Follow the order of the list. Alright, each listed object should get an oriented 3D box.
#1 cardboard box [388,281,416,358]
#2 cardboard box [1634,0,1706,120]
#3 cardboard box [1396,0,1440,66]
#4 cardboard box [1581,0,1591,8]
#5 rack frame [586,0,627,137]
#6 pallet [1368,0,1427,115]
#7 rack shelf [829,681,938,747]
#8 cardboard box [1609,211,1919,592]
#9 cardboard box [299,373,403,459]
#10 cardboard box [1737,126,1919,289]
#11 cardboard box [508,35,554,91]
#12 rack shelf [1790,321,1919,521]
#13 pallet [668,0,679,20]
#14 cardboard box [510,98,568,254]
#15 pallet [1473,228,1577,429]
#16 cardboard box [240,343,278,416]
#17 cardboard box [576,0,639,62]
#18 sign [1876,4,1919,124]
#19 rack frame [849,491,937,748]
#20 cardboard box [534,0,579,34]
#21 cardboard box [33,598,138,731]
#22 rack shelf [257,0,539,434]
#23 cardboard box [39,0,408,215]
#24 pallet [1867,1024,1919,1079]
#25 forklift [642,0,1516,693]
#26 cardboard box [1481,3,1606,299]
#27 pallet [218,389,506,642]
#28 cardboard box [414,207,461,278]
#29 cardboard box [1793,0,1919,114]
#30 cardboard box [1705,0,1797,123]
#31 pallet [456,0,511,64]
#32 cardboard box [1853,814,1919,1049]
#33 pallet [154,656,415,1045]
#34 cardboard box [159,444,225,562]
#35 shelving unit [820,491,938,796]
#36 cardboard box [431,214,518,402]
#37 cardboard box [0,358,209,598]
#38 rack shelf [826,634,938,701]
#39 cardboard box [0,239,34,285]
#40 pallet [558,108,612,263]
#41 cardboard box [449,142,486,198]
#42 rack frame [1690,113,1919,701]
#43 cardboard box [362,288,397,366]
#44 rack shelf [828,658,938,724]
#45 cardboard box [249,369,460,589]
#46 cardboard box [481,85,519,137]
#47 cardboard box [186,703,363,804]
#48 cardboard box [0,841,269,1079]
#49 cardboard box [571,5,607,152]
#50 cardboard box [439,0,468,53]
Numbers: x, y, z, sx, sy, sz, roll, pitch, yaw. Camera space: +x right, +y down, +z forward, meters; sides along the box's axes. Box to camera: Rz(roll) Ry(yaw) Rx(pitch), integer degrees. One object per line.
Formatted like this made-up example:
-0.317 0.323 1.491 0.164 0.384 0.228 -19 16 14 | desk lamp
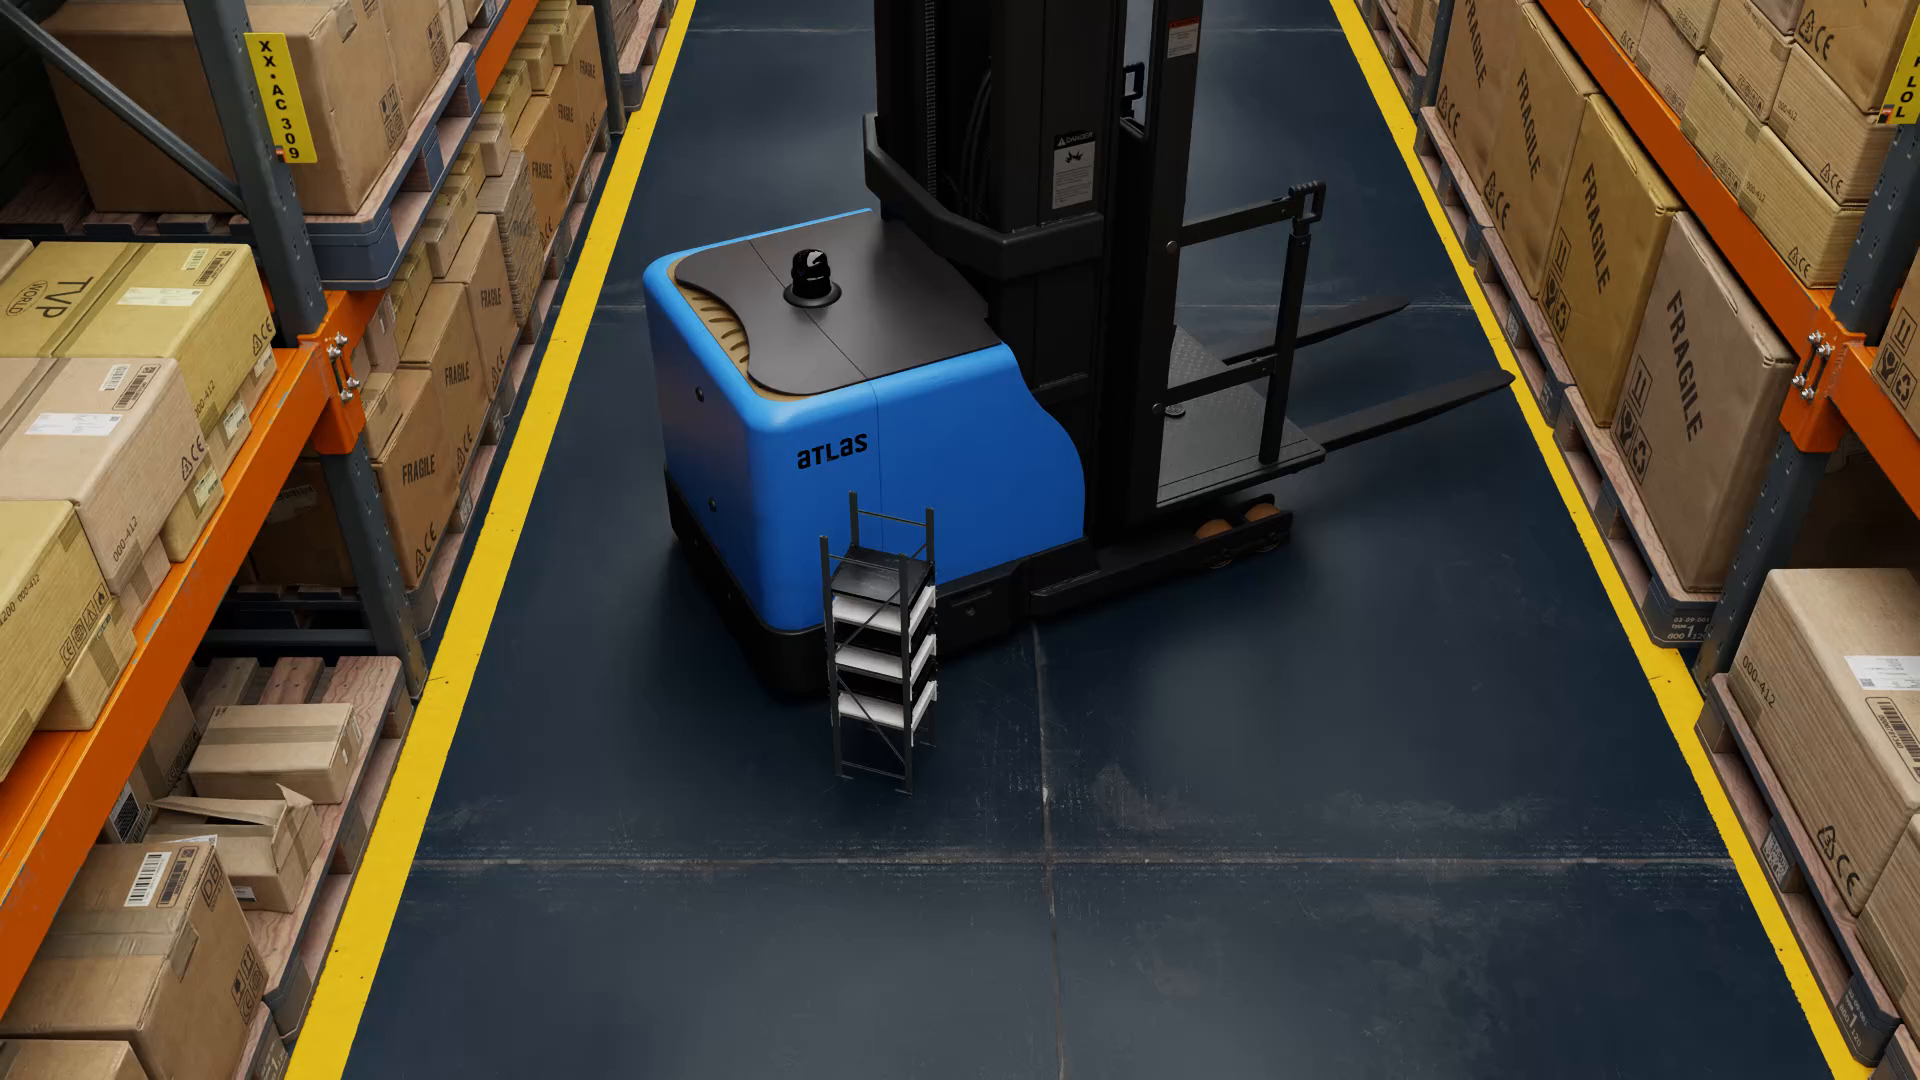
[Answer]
-1.990 -0.709 5.380 0.380 0.149 0.250 -2 39 -2 | cardboard box
2.563 -1.571 5.432 0.500 0.250 0.500 -1 39 -1 | cardboard box
2.802 -2.708 8.496 0.950 0.372 0.625 -2 39 -3 | cardboard box
2.554 -2.203 6.220 0.500 0.250 0.500 1 39 1 | cardboard box
-2.171 -3.211 7.358 1.000 3.000 0.127 0 39 0 | rack frame
2.793 -2.617 8.847 1.003 0.211 1.213 0 39 0 | pallet
-0.217 0.471 4.784 0.258 0.077 0.200 12 40 15 | rack shelf
2.716 -0.438 5.261 0.875 0.875 0.875 1 39 1 | cardboard box
-1.901 -0.375 4.964 0.380 0.149 0.250 2 39 2 | cardboard box
2.544 -0.937 4.640 0.500 0.250 0.500 -1 39 -1 | cardboard box
-1.930 -2.008 7.002 0.380 0.149 0.250 -1 39 -2 | cardboard box
2.799 0.816 2.908 1.077 0.370 4.000 0 39 0 | rack shelf
-2.132 -3.398 9.822 1.003 0.211 1.213 0 39 0 | pallet
-1.962 -1.495 6.879 0.500 0.500 0.500 2 39 2 | cardboard box
2.717 -0.874 6.672 1.003 0.211 1.213 0 39 0 | pallet
-1.914 -0.412 4.066 0.380 0.149 0.250 0 39 1 | cardboard box
-2.158 -2.838 8.456 0.875 0.625 0.625 1 39 1 | cardboard box
2.254 -1.130 3.898 0.100 0.325 0.005 0 39 0 | sign
-0.184 0.244 4.726 0.240 0.900 0.006 12 40 15 | rack frame
-1.917 -2.344 7.420 0.380 0.149 0.250 -2 39 -2 | cardboard box
-1.866 0.237 3.256 0.380 0.149 0.250 -1 39 -1 | cardboard box
-2.169 -1.679 6.022 1.077 0.370 4.000 0 39 0 | rack shelf
-1.943 -1.215 4.451 0.700 0.500 0.500 1 39 1 | cardboard box
2.724 1.613 3.568 1.003 0.211 1.213 0 39 0 | pallet
0.558 -1.323 5.057 3.031 2.935 1.130 -18 42 -21 | forklift
2.707 -1.562 6.663 0.875 0.875 0.875 0 39 1 | cardboard box
-2.205 -0.130 5.743 1.003 0.211 1.213 0 39 0 | pallet
-1.967 -1.037 5.789 0.380 0.149 0.250 0 39 0 | cardboard box
2.545 -1.424 4.248 0.500 0.500 0.500 1 39 1 | cardboard box
2.545 -1.440 4.868 0.500 0.250 0.500 1 39 1 | cardboard box
-2.164 -1.920 5.900 1.003 0.211 1.213 0 39 0 | pallet
2.692 1.073 3.725 0.875 0.438 0.875 -1 39 -1 | cardboard box
-2.167 0.808 4.573 1.003 0.211 1.213 0 39 0 | pallet
-1.867 -0.087 3.660 0.380 0.149 0.250 1 39 1 | cardboard box
-0.217 0.304 4.651 0.258 0.900 0.210 12 40 15 | shelving unit
-1.949 -0.845 6.069 0.500 0.500 0.500 -1 39 -1 | cardboard box
-1.907 -0.135 3.402 0.500 0.250 0.500 0 39 0 | cardboard box
-0.217 0.330 4.671 0.258 0.077 0.200 12 40 15 | rack shelf
-2.436 -0.457 3.803 0.500 0.250 0.500 0 39 -1 | cardboard box
-2.208 -1.656 7.647 1.003 0.211 1.213 0 39 0 | pallet
-1.995 -1.361 6.194 0.380 0.149 0.250 0 39 0 | cardboard box
2.797 -0.715 4.244 1.000 3.000 0.127 0 39 0 | rack frame
-1.949 -0.654 5.074 0.380 0.149 0.250 -2 39 -2 | cardboard box
-0.217 0.401 4.728 0.258 0.077 0.200 12 40 15 | rack shelf
-1.942 -0.200 5.264 0.500 0.500 0.500 2 39 2 | cardboard box
-1.974 -1.687 6.601 0.380 0.149 0.250 -1 39 -1 | cardboard box
-1.872 0.588 4.562 0.380 0.149 0.250 -1 39 -1 | cardboard box
-2.031 1.037 3.720 0.700 0.500 0.500 -1 39 -2 | cardboard box
-1.956 -2.135 7.678 0.500 0.500 0.500 1 39 1 | cardboard box
-1.784 -1.690 5.232 0.396 0.266 0.258 2 39 2 | cardboard box
